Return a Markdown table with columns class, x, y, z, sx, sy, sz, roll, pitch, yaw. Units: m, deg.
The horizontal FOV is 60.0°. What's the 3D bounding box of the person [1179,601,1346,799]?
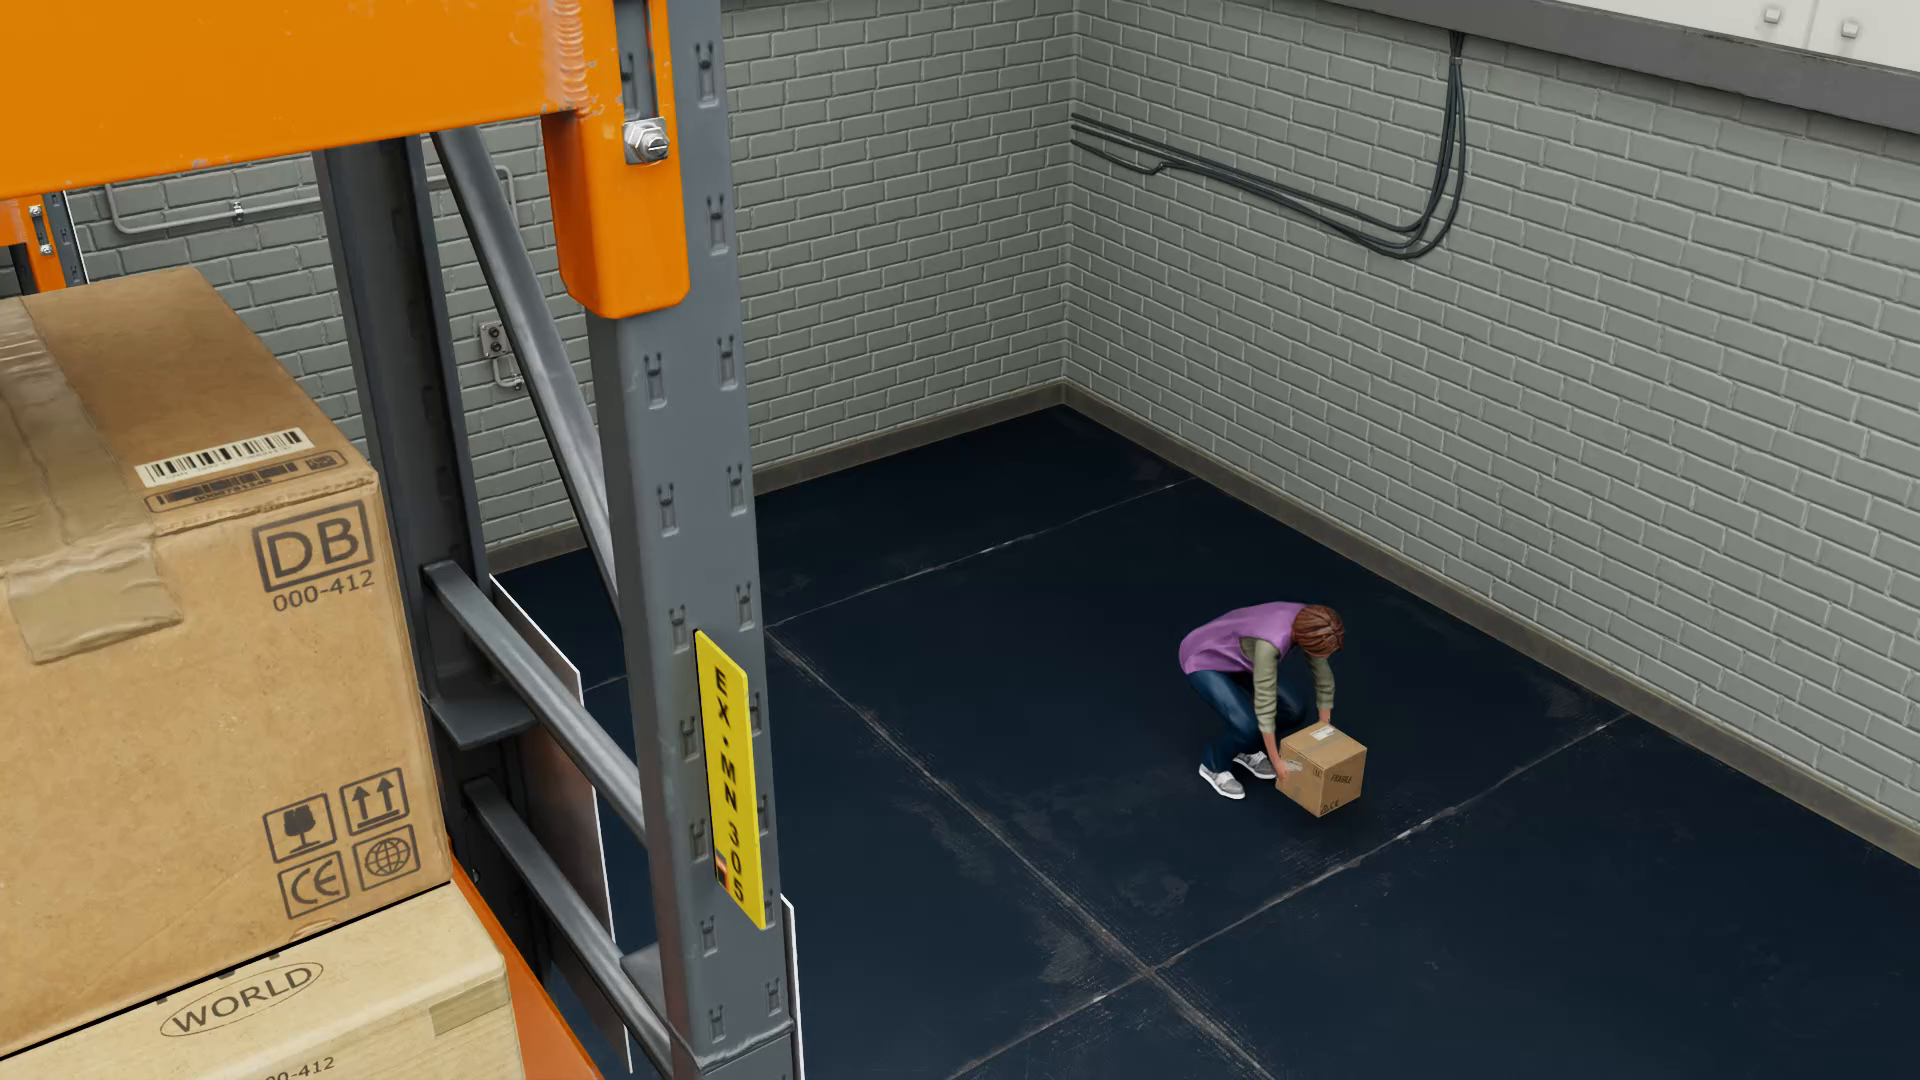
| class | x | y | z | sx | sy | sz | roll | pitch | yaw |
| --- | --- | --- | --- | --- | --- | --- | --- | --- | --- |
| person | 1.285 | 0.621 | 7.116 | 0.453 | 1.016 | 0.761 | -19 | 34 | -31 |
